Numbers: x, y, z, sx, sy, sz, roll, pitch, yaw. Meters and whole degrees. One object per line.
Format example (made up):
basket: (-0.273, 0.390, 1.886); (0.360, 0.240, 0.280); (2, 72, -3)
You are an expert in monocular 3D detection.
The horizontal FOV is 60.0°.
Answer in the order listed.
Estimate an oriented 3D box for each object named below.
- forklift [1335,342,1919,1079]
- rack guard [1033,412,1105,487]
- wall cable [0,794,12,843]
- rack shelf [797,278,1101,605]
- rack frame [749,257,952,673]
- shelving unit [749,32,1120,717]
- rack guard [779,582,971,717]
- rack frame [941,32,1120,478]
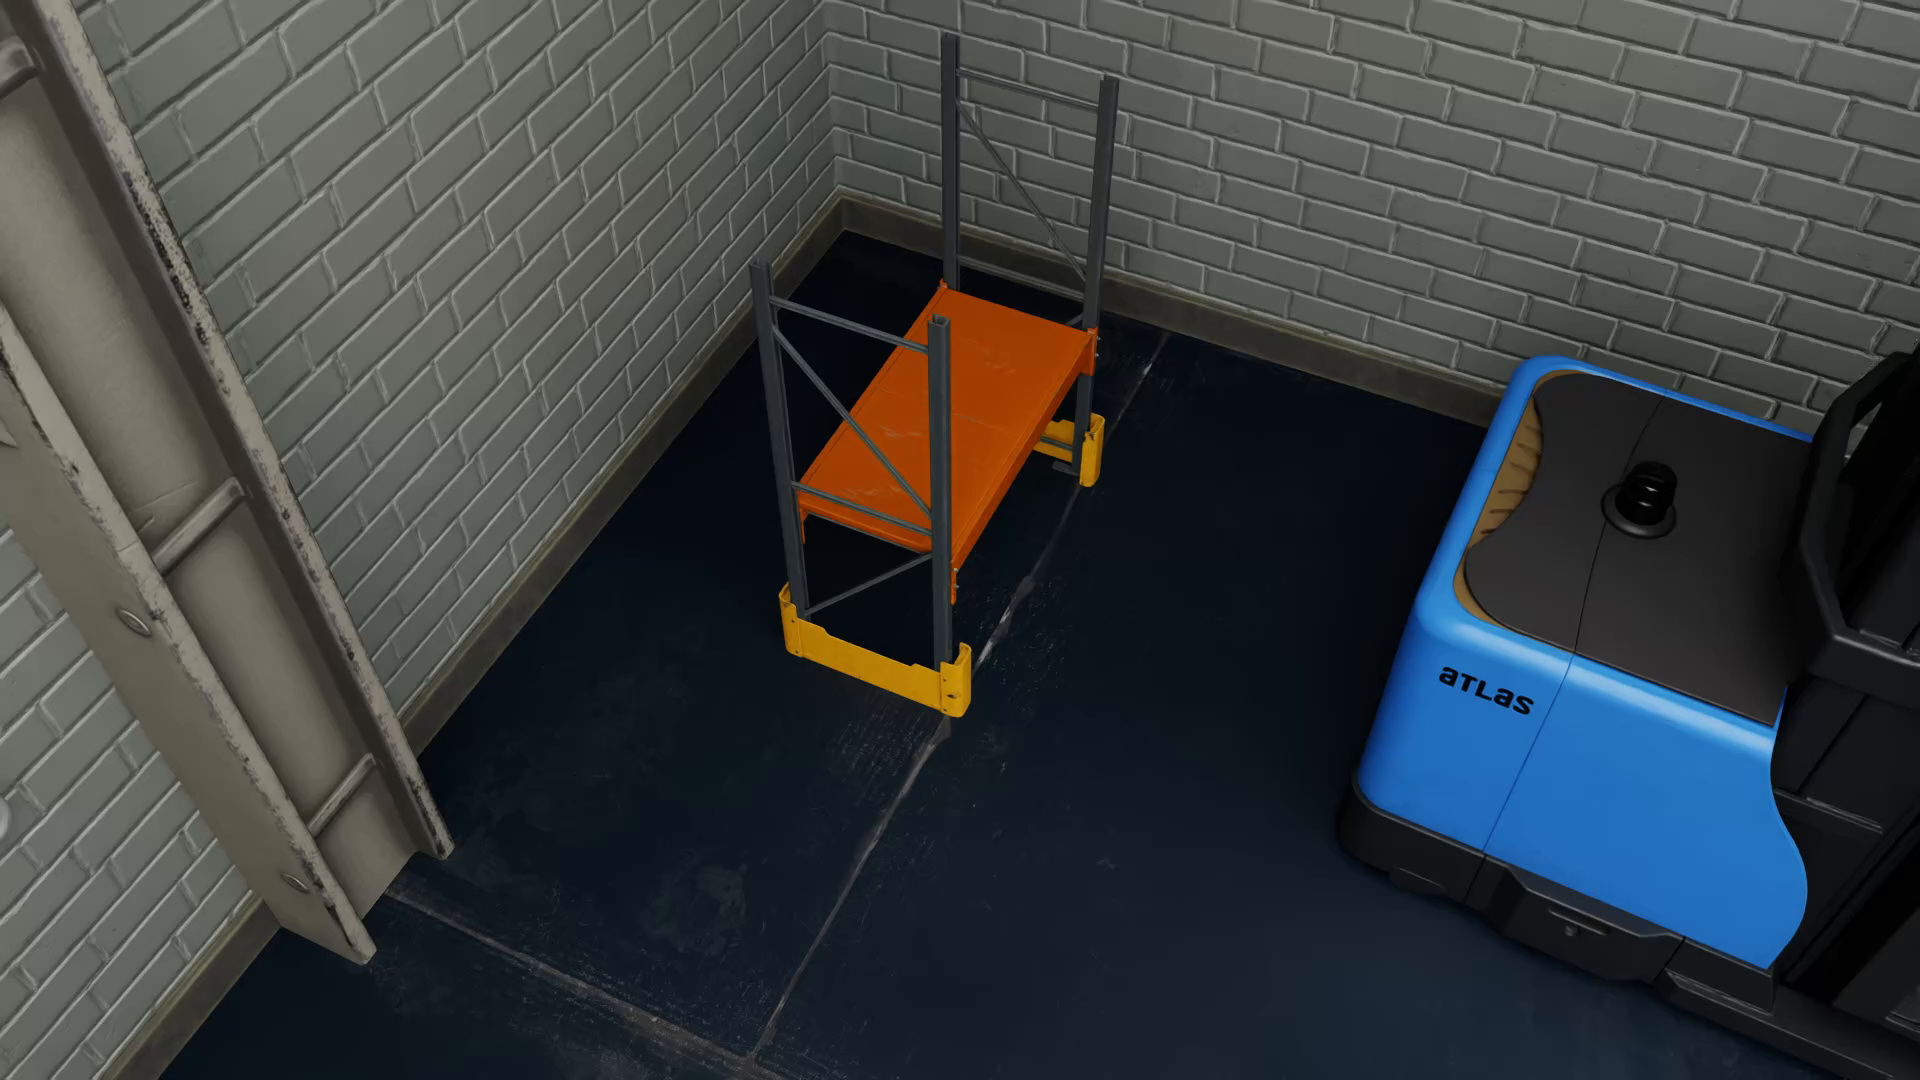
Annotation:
forklift: (2.563, 0.093, 3.247); (3.031, 2.935, 1.130); (22, 53, 17)
rack guard: (0.180, -0.371, 5.402); (0.587, 0.250, 0.087); (20, 52, 16)
wall cable: (-2.278, 0.568, 2.130); (0.084, 1.984, 1.851); (20, 52, 16)
rack shelf: (-0.036, -0.311, 4.766); (0.538, 0.185, 1.000); (20, 52, 16)
rack frame: (-0.254, -0.077, 4.331); (0.500, 1.500, 0.032); (20, 52, 16)
shelving unit: (-0.033, -0.434, 4.634); (0.587, 1.500, 1.083); (20, 52, 16)
rack guard: (-0.245, 0.314, 4.818); (0.587, 0.250, 0.087); (20, 52, 16)
rack frame: (0.181, -0.777, 4.927); (0.500, 1.500, 0.032); (20, 52, 16)
